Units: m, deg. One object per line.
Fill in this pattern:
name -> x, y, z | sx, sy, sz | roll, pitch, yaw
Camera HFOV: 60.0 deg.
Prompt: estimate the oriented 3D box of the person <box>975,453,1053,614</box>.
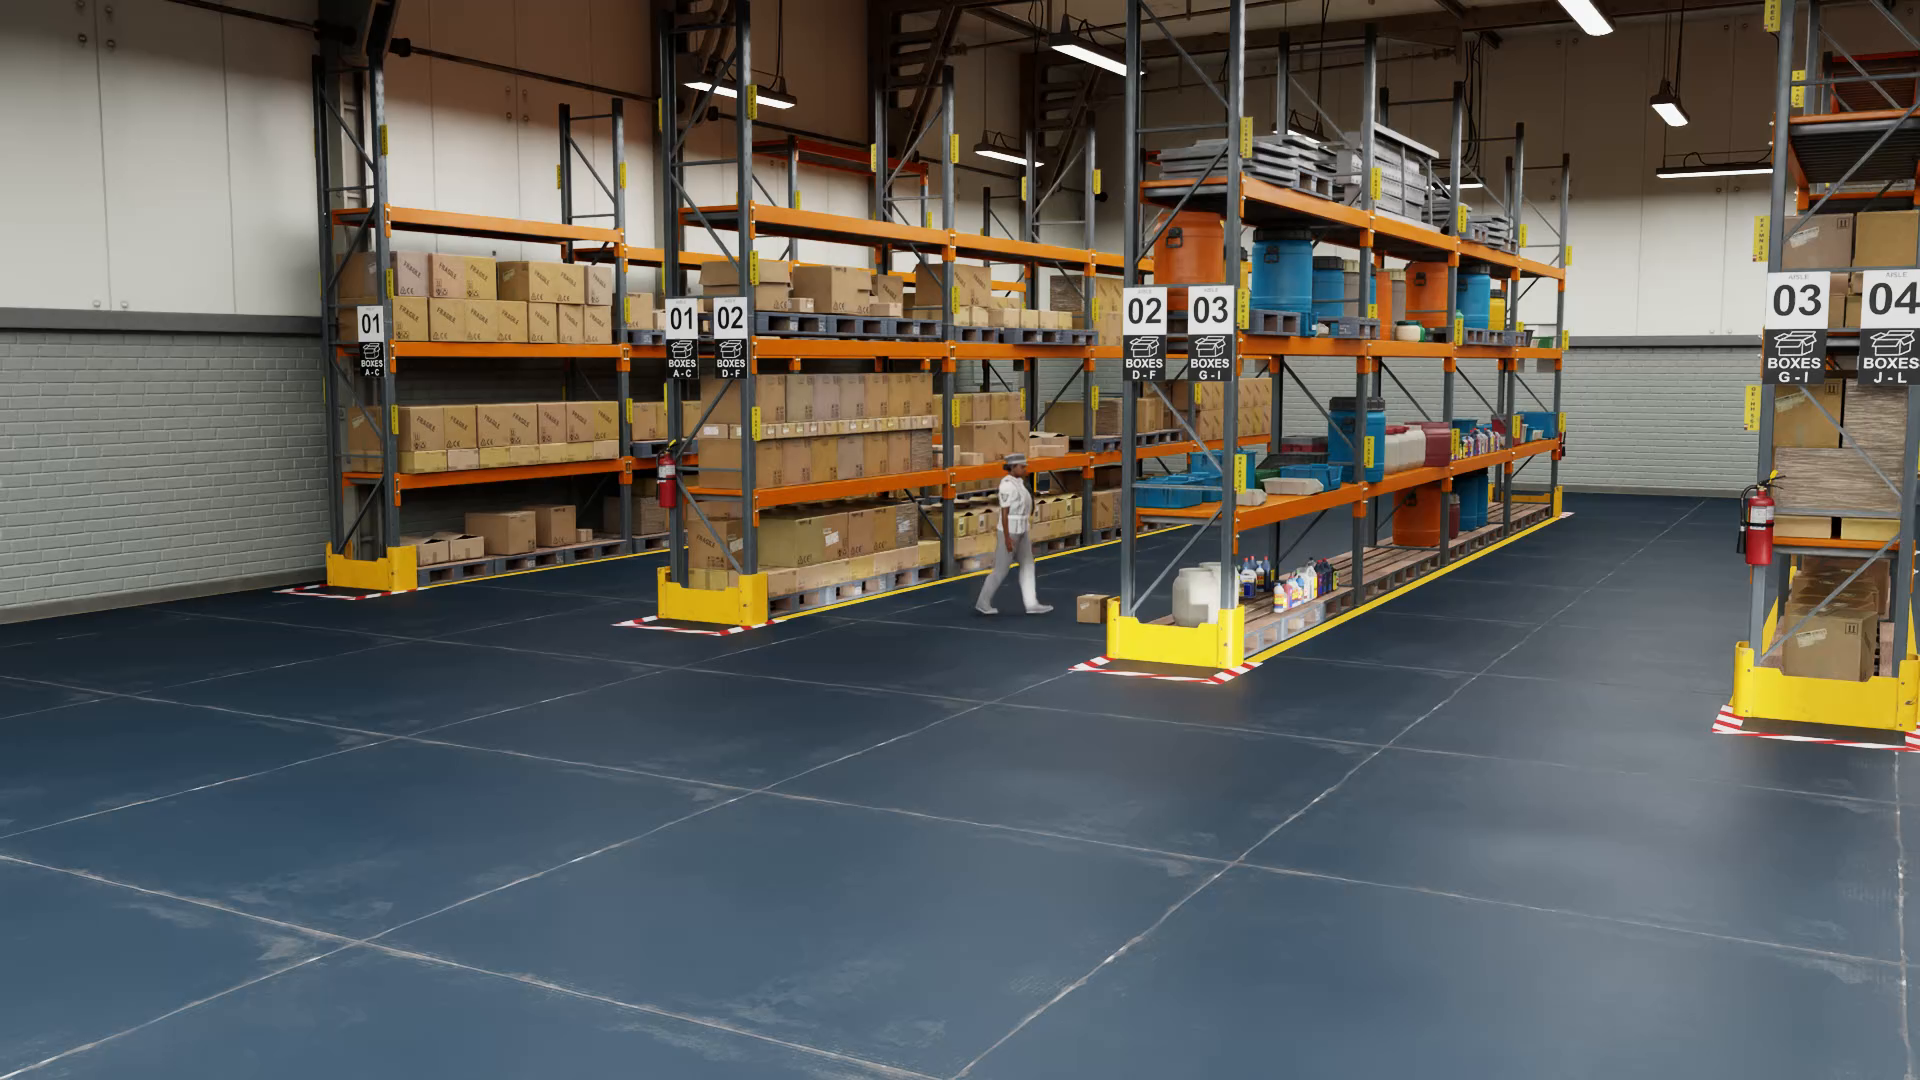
person -> 0.543, -0.059, 16.869 | 0.744, 1.658, 0.488 | 3, 7, 22
